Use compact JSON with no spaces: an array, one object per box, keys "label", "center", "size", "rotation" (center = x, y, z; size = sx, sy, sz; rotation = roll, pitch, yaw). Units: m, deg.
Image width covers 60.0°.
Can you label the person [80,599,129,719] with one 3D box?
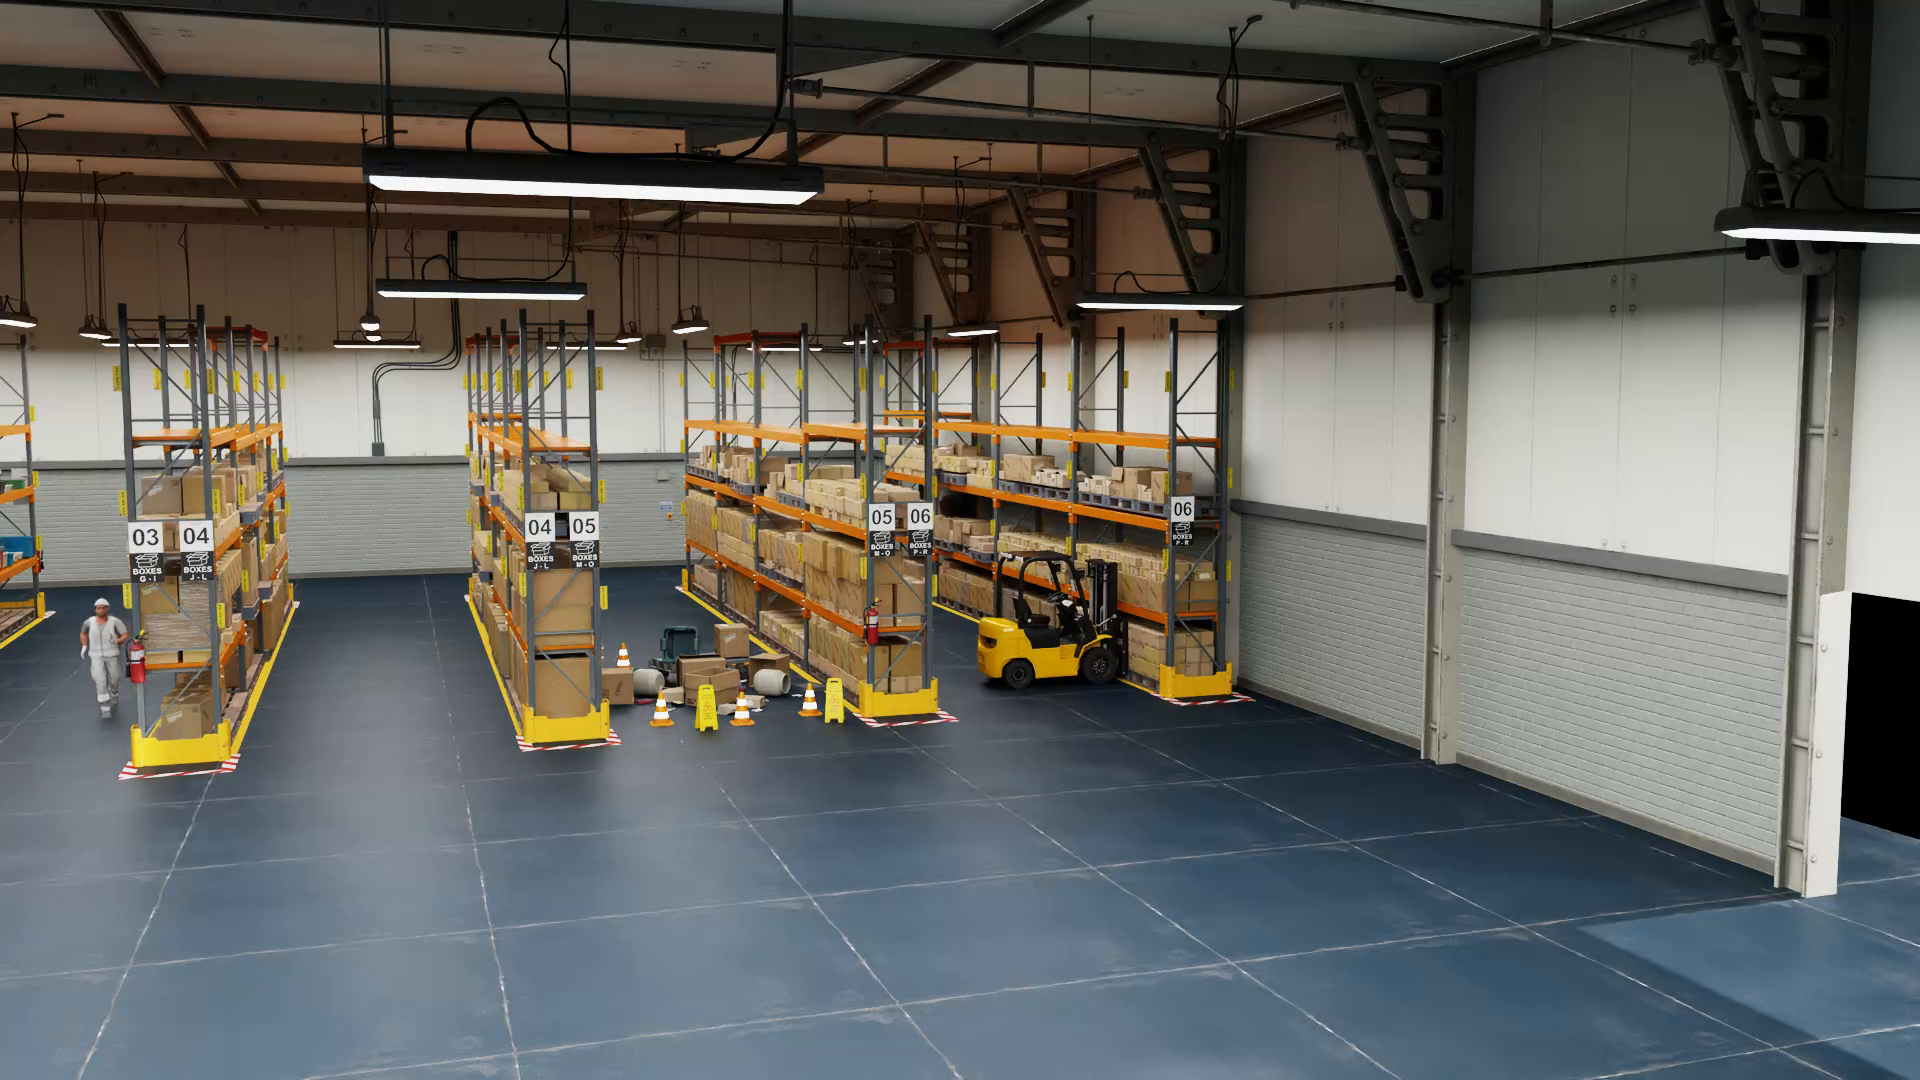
[{"label":"person","center":[-12.792,1.750,24.881],"size":[0.660,1.767,0.907],"rotation":[-2,6,-23]}]

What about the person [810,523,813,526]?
[{"label":"person","center":[-3.596,0.272,37.775],"size":[0.632,1.906,0.738],"rotation":[-3,6,-29]}]
